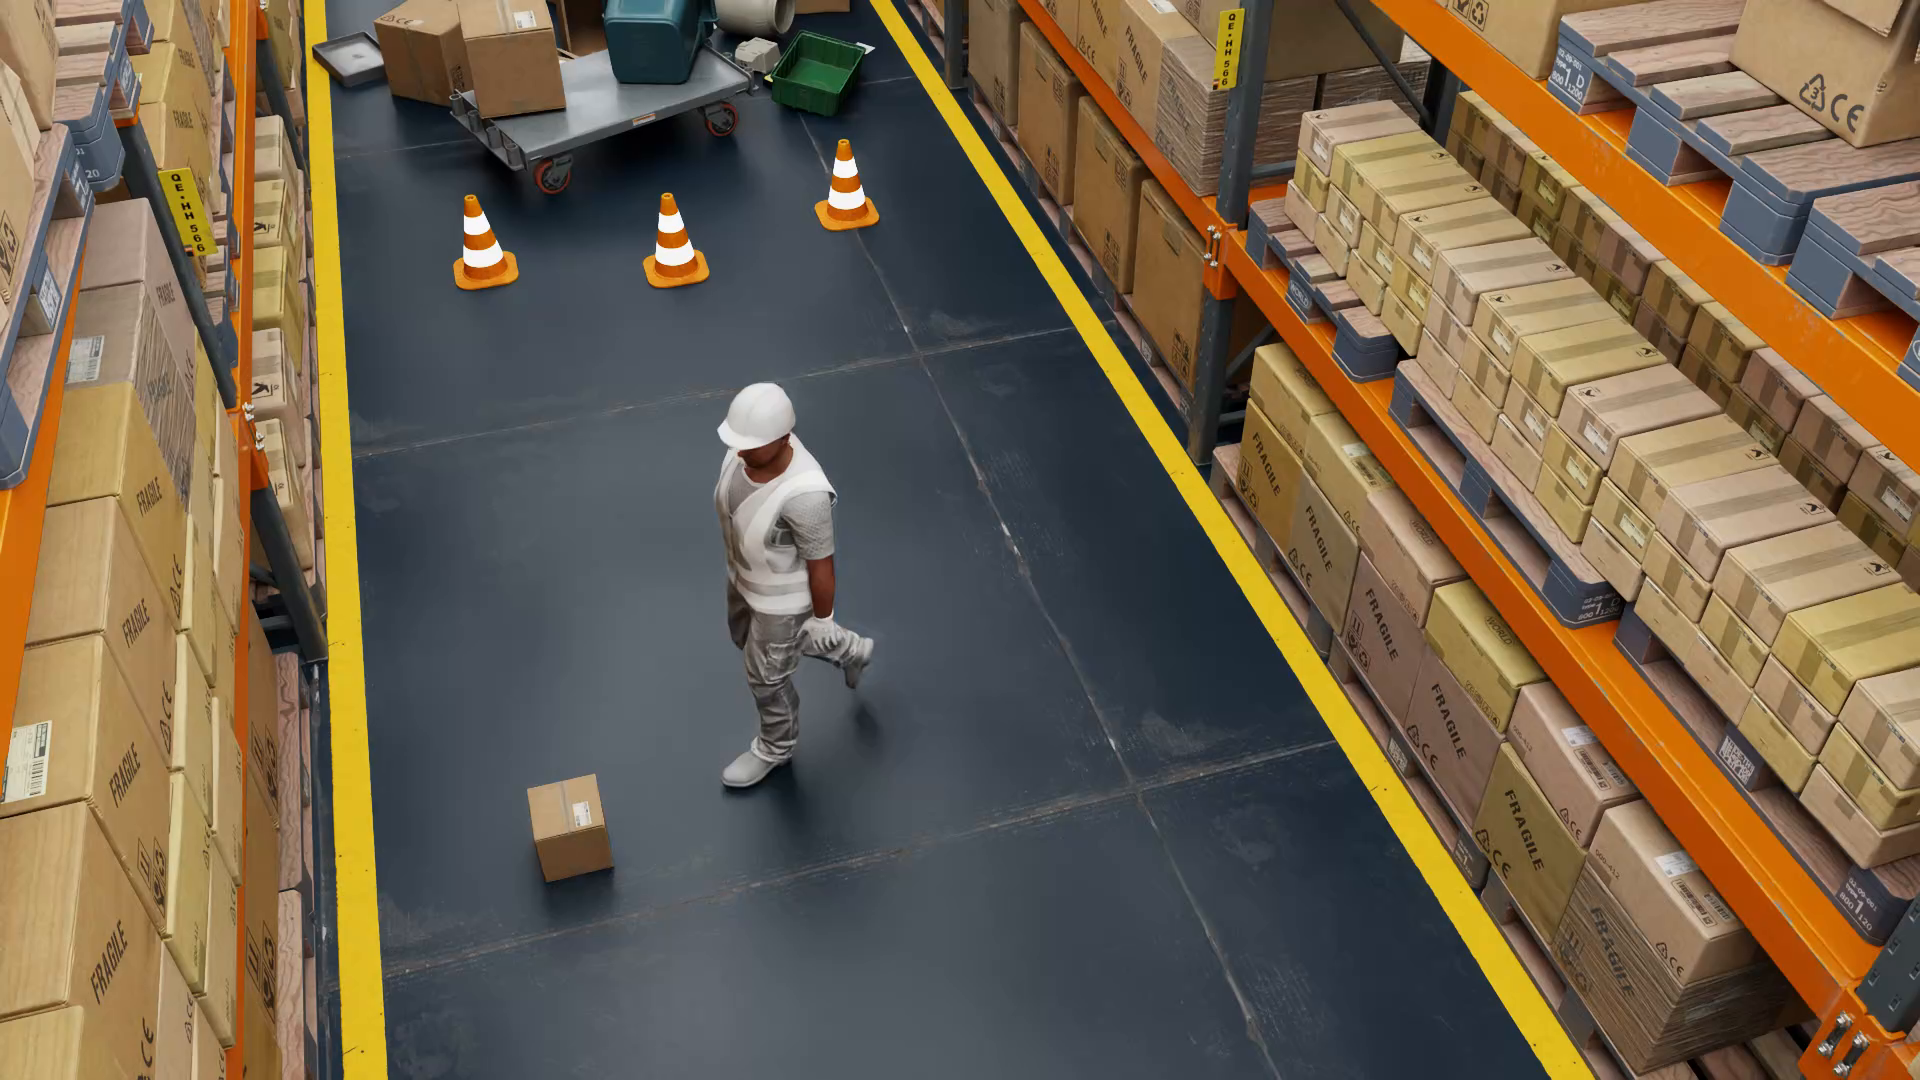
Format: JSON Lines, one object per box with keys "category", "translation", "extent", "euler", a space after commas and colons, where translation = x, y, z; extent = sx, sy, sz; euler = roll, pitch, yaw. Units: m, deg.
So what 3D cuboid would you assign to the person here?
{"category": "person", "translation": [-0.628, 0.130, 5.984], "extent": [0.732, 1.769, 0.600], "euler": [-21, 46, -22]}
